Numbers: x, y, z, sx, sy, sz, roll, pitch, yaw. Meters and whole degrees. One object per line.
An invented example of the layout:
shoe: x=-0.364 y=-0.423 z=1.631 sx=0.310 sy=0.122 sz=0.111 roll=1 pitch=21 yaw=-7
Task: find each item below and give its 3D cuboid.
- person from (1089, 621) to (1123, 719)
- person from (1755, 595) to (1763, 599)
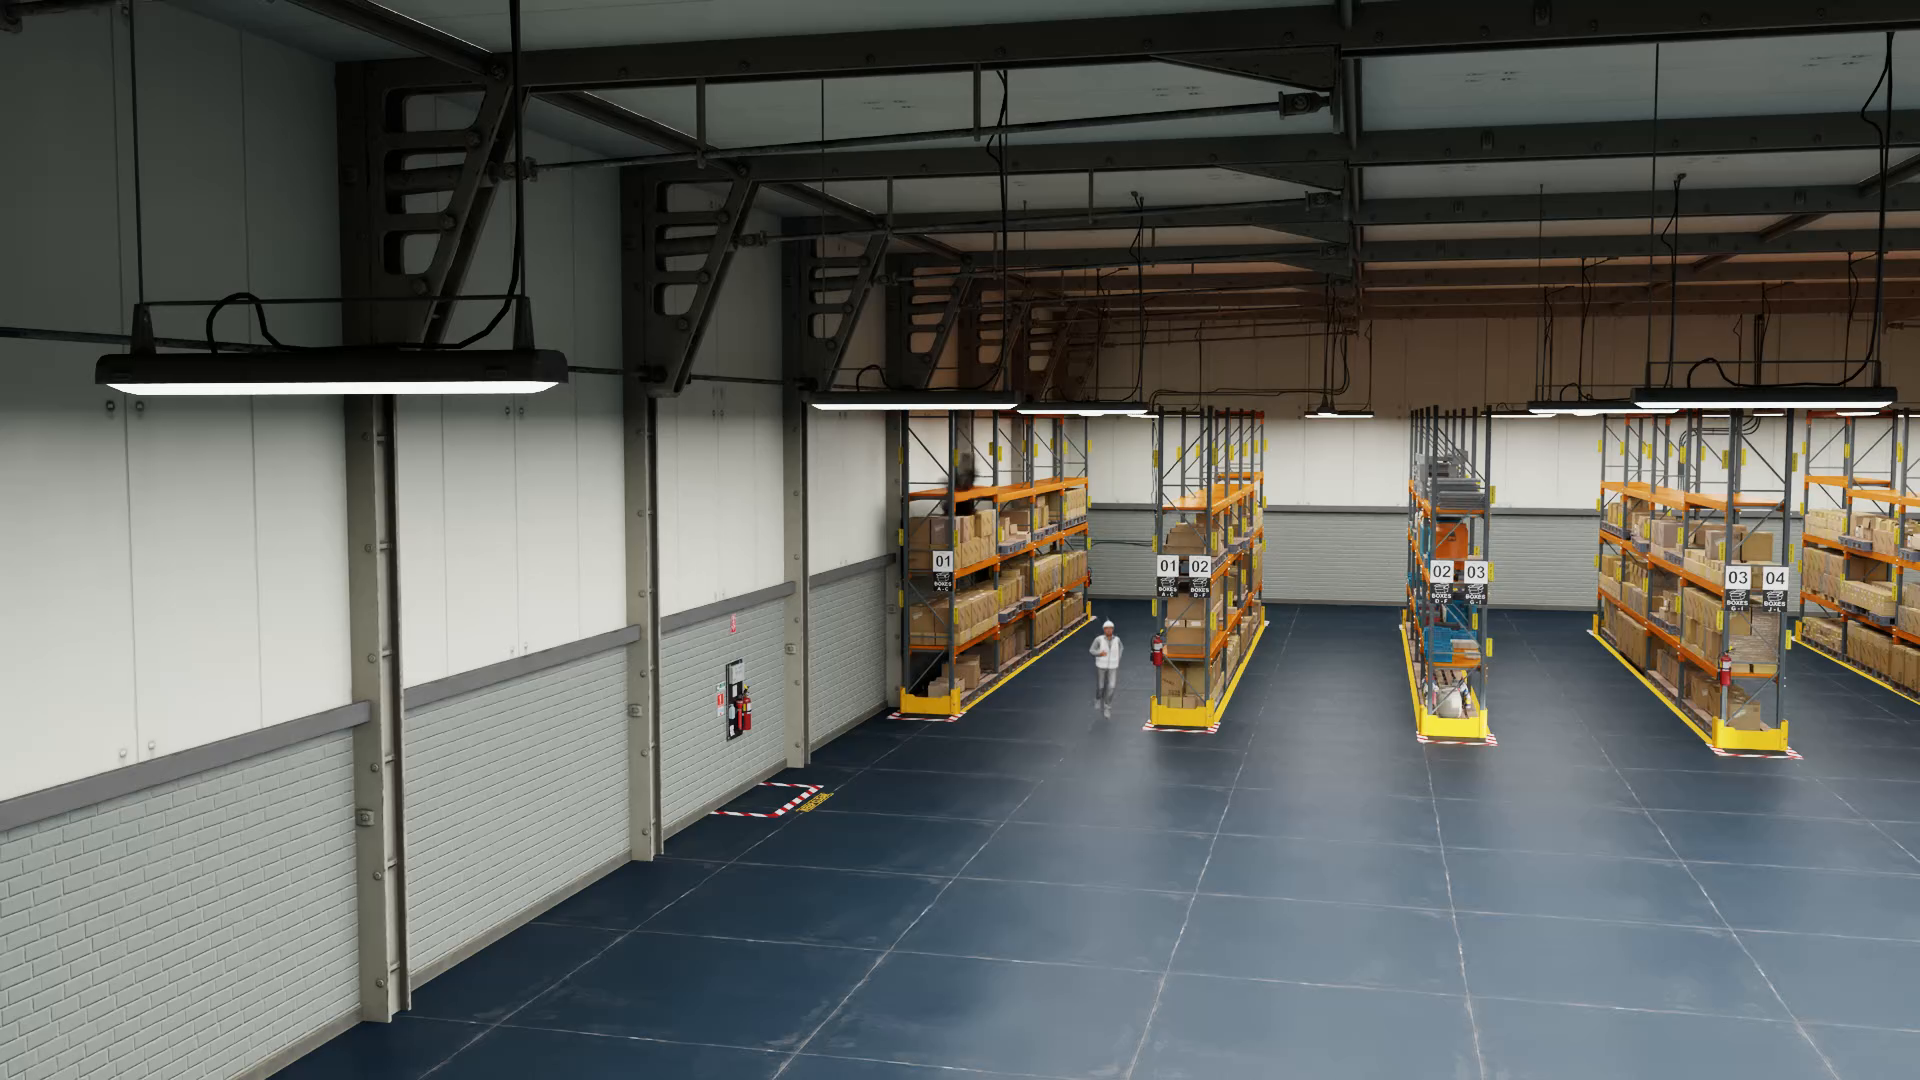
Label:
person: x=2.806 y=2.449 z=31.815 sx=0.680 sy=1.818 sz=0.818 roll=0 pitch=4 yaw=-4
person: x=20.365 y=1.805 z=42.355 sx=0.679 sy=1.794 sz=0.654 roll=1 pitch=4 yaw=13
